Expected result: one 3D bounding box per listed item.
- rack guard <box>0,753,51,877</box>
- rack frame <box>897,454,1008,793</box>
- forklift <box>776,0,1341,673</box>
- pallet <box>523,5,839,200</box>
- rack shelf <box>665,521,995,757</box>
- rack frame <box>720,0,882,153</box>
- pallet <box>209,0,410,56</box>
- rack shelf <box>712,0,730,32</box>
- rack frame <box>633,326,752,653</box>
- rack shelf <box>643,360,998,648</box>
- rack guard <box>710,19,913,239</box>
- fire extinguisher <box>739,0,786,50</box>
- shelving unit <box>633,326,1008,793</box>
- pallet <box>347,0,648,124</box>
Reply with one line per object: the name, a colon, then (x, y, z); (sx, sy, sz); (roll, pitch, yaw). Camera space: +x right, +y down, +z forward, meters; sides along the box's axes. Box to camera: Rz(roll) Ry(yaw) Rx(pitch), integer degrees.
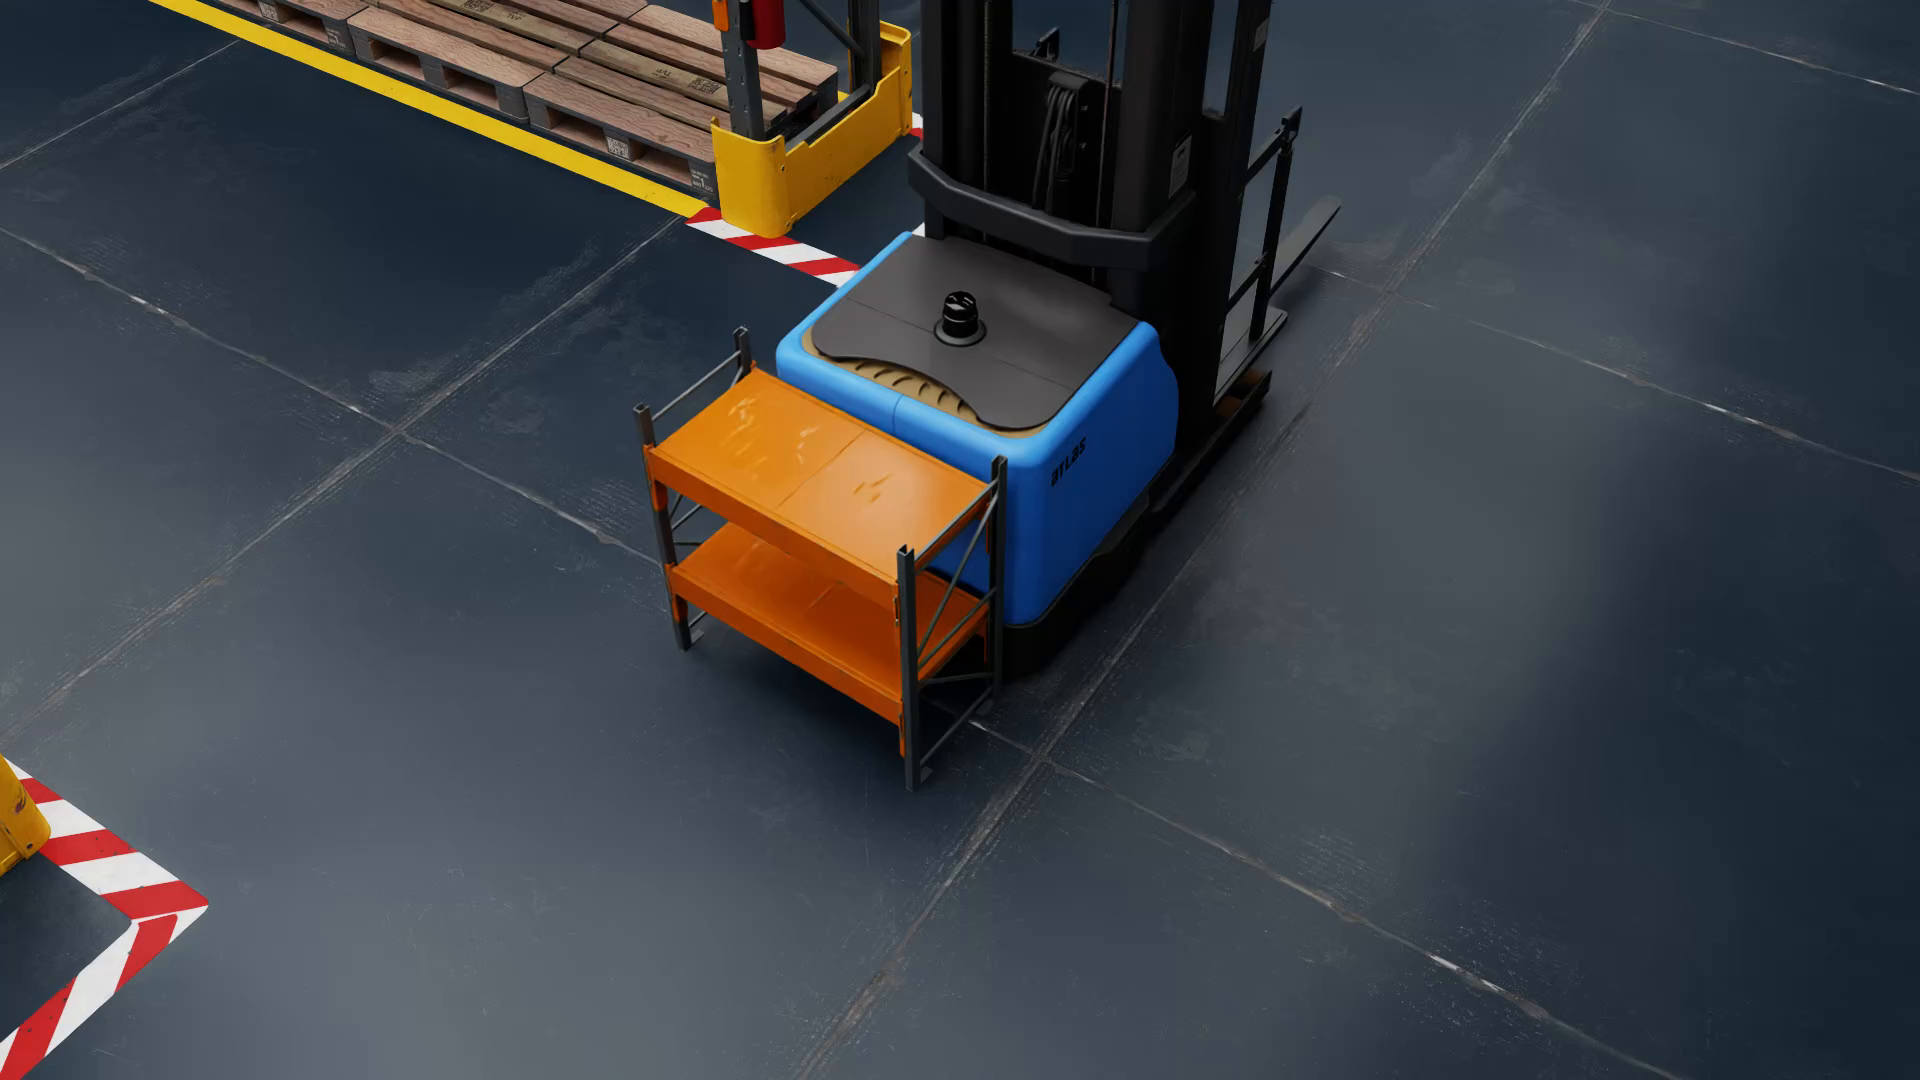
rack guard: (-3.349, 1.049, 4.882); (0.348, 0.500, 1.175); (25, 51, 22)
rack frame: (-0.018, 0.286, 5.188); (0.032, 1.125, 0.500); (28, 52, 24)
forklift: (0.602, -1.601, 5.762); (1.130, 2.935, 3.031); (25, 51, 22)
pallet: (-1.369, -2.192, 8.233); (1.213, 0.211, 1.003); (25, 51, 22)
rack shelf: (-0.428, 0.241, 5.572); (1.000, 0.278, 0.538); (28, 52, 24)
rack frame: (-0.696, -2.821, 6.900); (0.127, 3.000, 1.000); (25, 51, 22)
pallet: (-3.423, -3.137, 9.151); (1.213, 0.211, 1.003); (25, 51, 22)
rack shelf: (-2.379, -3.345, 7.910); (4.000, 0.370, 1.077); (25, 51, 22)
rack frame: (-0.839, -0.145, 5.606); (0.032, 1.125, 0.500); (28, 52, 24)
rack shelf: (-0.428, -0.133, 5.187); (1.000, 0.278, 0.538); (28, 52, 24)
rack guard: (-0.669, -1.949, 7.795); (0.348, 0.500, 1.175); (25, 51, 22)
fire extinguisher: (-0.814, -2.332, 6.738); (0.183, 0.674, 0.296); (25, 51, 22)
shelving unit: (-0.428, 0.071, 5.397); (1.048, 1.125, 0.538); (28, 52, 24)
pallet: (-2.392, -2.665, 8.693); (1.213, 0.211, 1.003); (25, 51, 22)
